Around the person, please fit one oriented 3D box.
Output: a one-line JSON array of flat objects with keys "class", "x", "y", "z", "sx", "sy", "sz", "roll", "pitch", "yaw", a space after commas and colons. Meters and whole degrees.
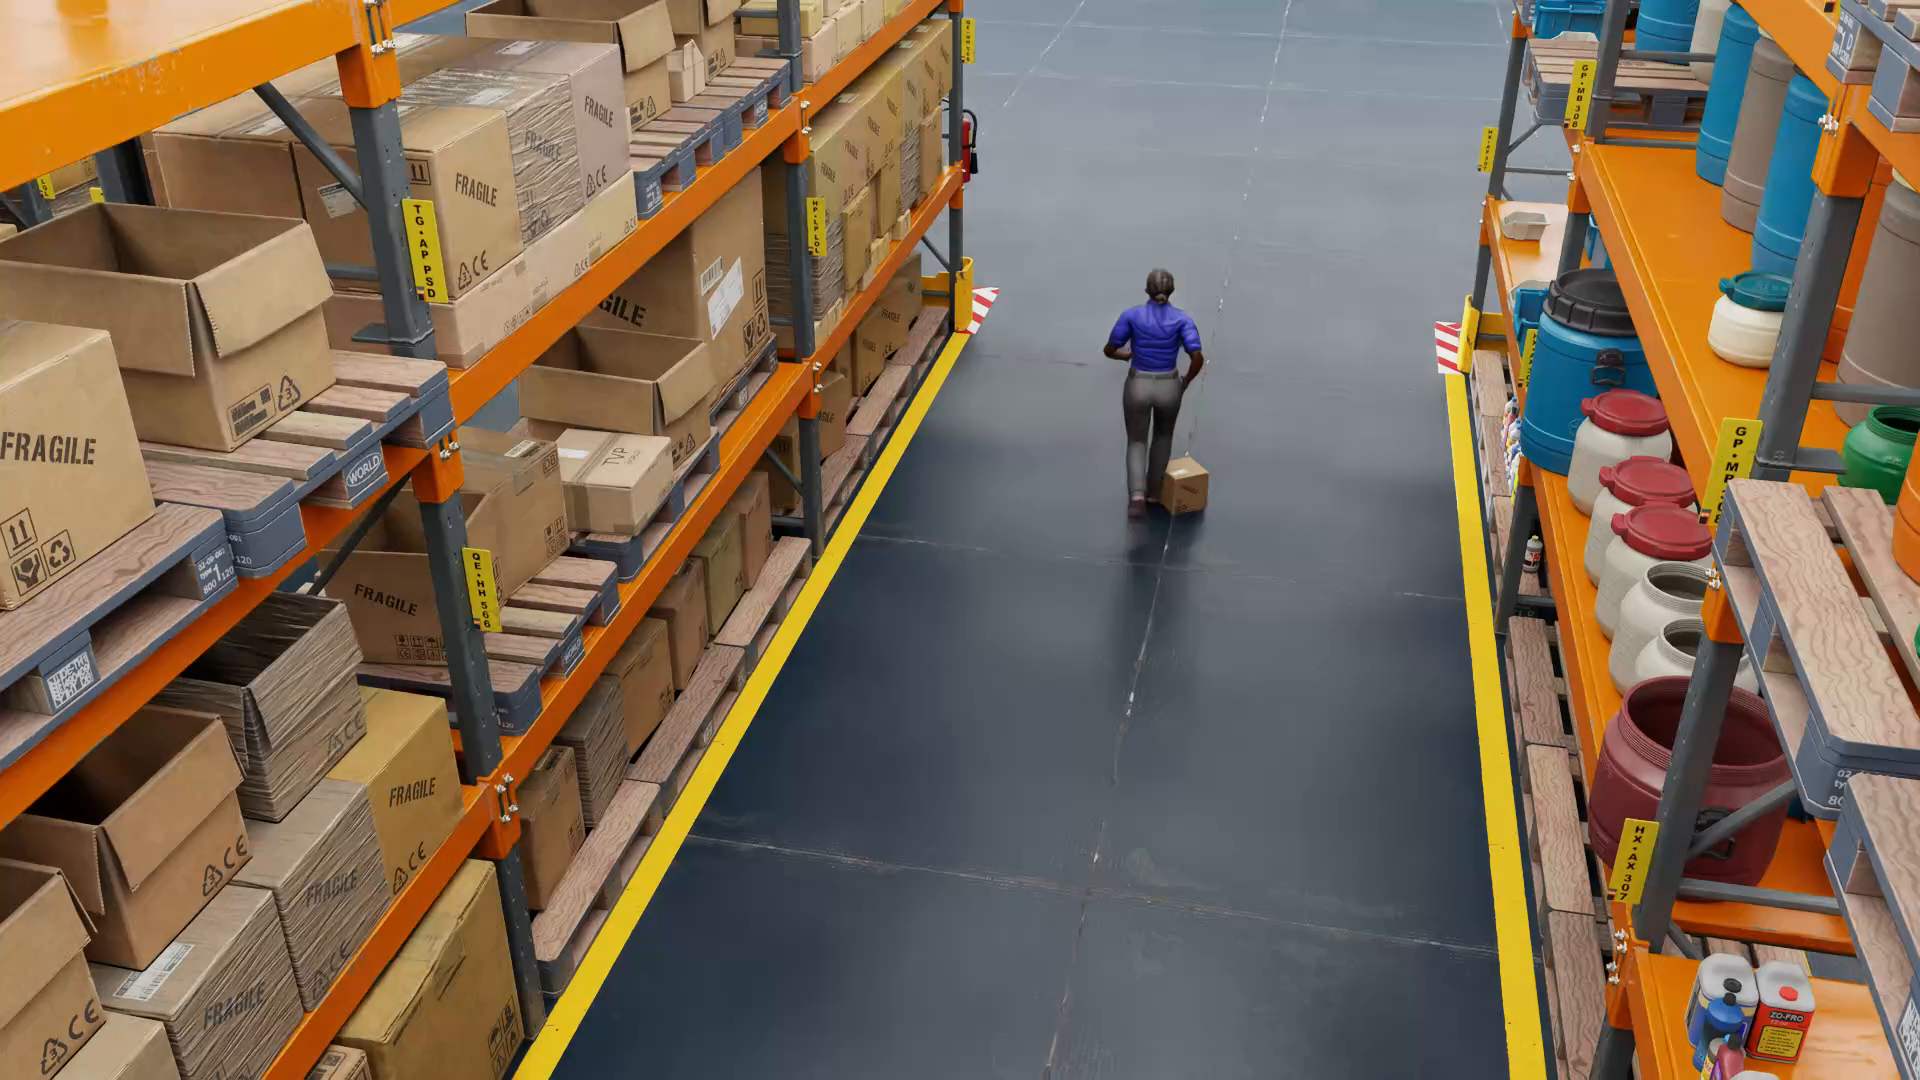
[{"class": "person", "x": 1.171, "y": -0.870, "z": 10.227, "sx": 0.605, "sy": 1.653, "sz": 0.750, "roll": 3, "pitch": 29, "yaw": 5}]
